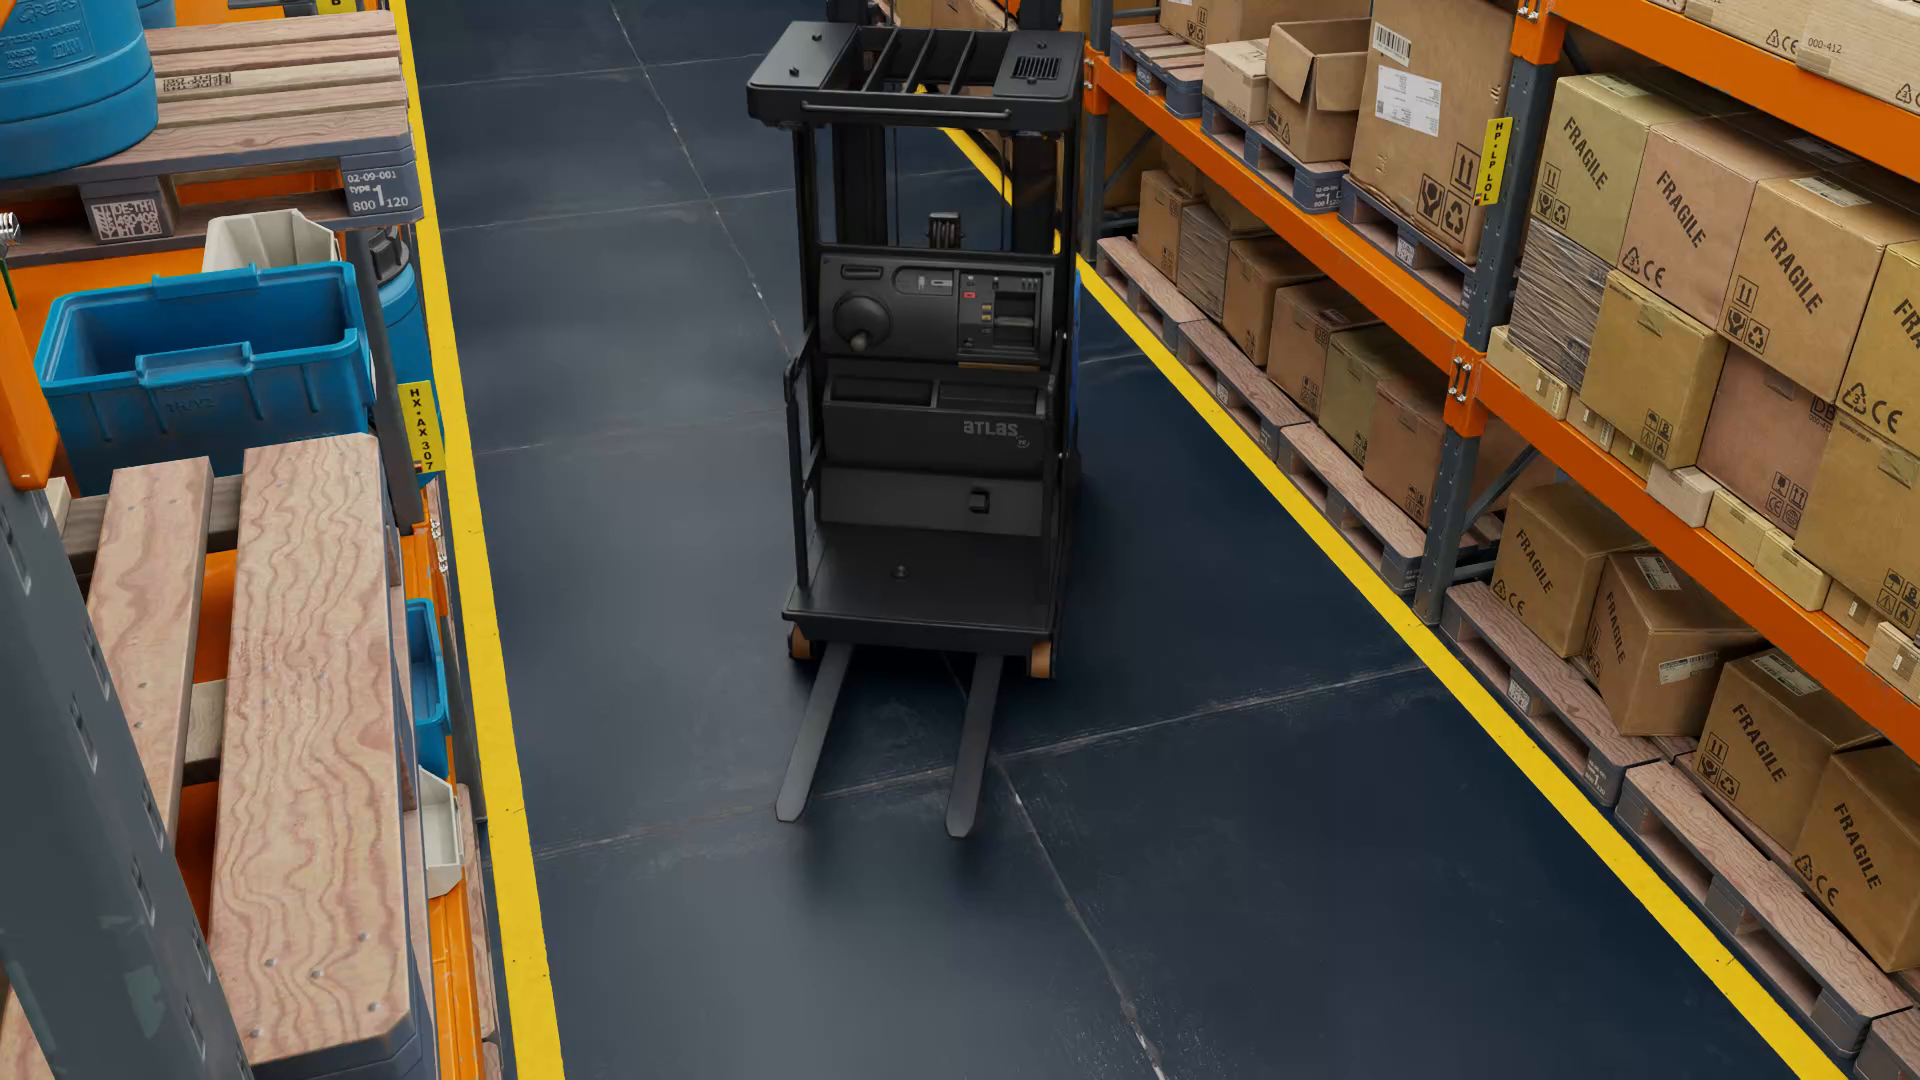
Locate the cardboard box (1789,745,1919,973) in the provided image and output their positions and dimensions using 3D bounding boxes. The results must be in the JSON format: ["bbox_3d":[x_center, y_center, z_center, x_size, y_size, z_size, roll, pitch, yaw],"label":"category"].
[{"bbox_3d":[3.128,1.008,5.391,0.500,0.500,0.500,-7,34,-10],"label":"cardboard box"}]

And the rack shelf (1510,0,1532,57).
[{"bbox_3d":[1.860,-2.991,7.487,1.077,0.370,4.000,-10,35,-15],"label":"rack shelf"}]

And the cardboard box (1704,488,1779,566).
[{"bbox_3d":[2.654,-0.069,5.362,0.380,0.149,0.250,-10,35,-15],"label":"cardboard box"}]

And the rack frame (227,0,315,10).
[{"bbox_3d":[-2.247,-2.660,3.612,1.000,3.000,0.127,-10,35,-15],"label":"rack frame"}]

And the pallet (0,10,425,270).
[{"bbox_3d":[-1.934,-0.967,3.943,1.213,0.211,1.003,-10,35,-15],"label":"pallet"}]

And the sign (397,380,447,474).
[{"bbox_3d":[-1.719,-0.359,5.321,0.100,0.325,0.005,-10,35,-15],"label":"sign"}]

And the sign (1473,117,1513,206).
[{"bbox_3d":[1.943,-1.377,6.063,0.100,0.325,0.005,-10,35,-15],"label":"sign"}]

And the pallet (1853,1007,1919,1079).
[{"bbox_3d":[3.453,1.802,4.832,1.003,0.211,1.213,-10,35,-15],"label":"pallet"}]

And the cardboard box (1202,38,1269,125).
[{"bbox_3d":[1.542,-2.284,8.240,0.500,0.250,0.500,-11,35,-16],"label":"cardboard box"}]

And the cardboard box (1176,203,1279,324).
[{"bbox_3d":[1.655,-1.593,9.308,0.700,0.500,0.500,-13,36,-19],"label":"cardboard box"}]

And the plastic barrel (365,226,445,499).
[{"bbox_3d":[-2.076,-0.620,5.512,0.600,0.901,0.708,-10,35,-15],"label":"plastic barrel"}]

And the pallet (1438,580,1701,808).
[{"bbox_3d":[2.709,0.521,6.771,1.003,0.211,1.213,-10,35,-15],"label":"pallet"}]

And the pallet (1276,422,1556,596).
[{"bbox_3d":[2.231,-0.235,7.914,1.003,0.211,1.213,-10,35,-15],"label":"pallet"}]

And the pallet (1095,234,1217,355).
[{"bbox_3d":[1.487,-1.516,9.852,1.003,0.211,1.213,-10,35,-15],"label":"pallet"}]

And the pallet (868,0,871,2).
[{"bbox_3d":[-0.503,-5.080,15.247,1.003,0.211,1.213,-10,35,-15],"label":"pallet"}]

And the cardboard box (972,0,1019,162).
[{"bbox_3d":[0.795,-3.213,11.439,1.225,0.875,0.875,-10,35,-15],"label":"cardboard box"}]

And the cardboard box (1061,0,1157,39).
[{"bbox_3d":[0.864,-3.349,10.006,0.500,0.500,0.500,-9,35,-13],"label":"cardboard box"}]

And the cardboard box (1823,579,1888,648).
[{"bbox_3d":[2.839,0.188,4.973,0.380,0.149,0.250,-10,35,-15],"label":"cardboard box"}]

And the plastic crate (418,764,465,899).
[{"bbox_3d":[-1.510,0.763,4.113,0.530,0.136,0.437,-10,35,-15],"label":"plastic crate"}]

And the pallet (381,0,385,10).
[{"bbox_3d":[-5.692,-4.854,14.904,1.003,0.211,1.213,-10,35,-15],"label":"pallet"}]

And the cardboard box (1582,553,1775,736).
[{"bbox_3d":[2.736,0.394,6.319,0.500,0.500,0.500,0,33,1],"label":"cardboard box"}]

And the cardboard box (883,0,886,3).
[{"bbox_3d":[-0.370,-5.311,14.613,0.875,0.875,0.875,-10,35,-15],"label":"cardboard box"}]

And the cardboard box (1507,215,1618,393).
[{"bbox_3d":[2.549,-0.909,6.044,0.875,0.500,0.500,-10,35,-15],"label":"cardboard box"}]

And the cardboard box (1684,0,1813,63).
[{"bbox_3d":[2.530,-1.622,4.899,0.500,0.250,0.500,-10,35,-15],"label":"cardboard box"}]

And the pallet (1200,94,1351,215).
[{"bbox_3d":[1.893,-1.977,8.195,1.003,0.211,1.213,-10,35,-15],"label":"pallet"}]

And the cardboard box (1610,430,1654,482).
[{"bbox_3d":[2.501,-0.332,5.759,0.380,0.149,0.250,-10,35,-15],"label":"cardboard box"}]

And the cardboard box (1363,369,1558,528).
[{"bbox_3d":[2.303,-0.456,7.588,0.700,0.500,0.500,-13,36,-18],"label":"cardboard box"}]

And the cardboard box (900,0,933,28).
[{"bbox_3d":[0.244,-4.146,12.850,1.225,0.875,0.875,-10,35,-15],"label":"cardboard box"}]

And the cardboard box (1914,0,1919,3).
[{"bbox_3d":[2.709,-1.444,4.268,0.380,0.149,0.250,-11,35,-16],"label":"cardboard box"}]

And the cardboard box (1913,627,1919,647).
[{"bbox_3d":[3.171,0.139,4.458,0.875,0.500,0.500,-10,35,-15],"label":"cardboard box"}]

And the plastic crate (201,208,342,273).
[{"bbox_3d":[-1.372,-0.523,3.339,0.243,0.136,0.396,-10,35,-15],"label":"plastic crate"}]

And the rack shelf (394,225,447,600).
[{"bbox_3d":[-2.857,-0.907,7.054,1.077,0.370,4.000,-10,35,-15],"label":"rack shelf"}]

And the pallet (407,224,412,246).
[{"bbox_3d":[-4.115,-2.140,10.797,1.003,0.211,1.213,-10,35,-15],"label":"pallet"}]

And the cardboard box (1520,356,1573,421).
[{"bbox_3d":[2.313,-0.588,6.147,0.380,0.149,0.250,-10,35,-15],"label":"cardboard box"}]

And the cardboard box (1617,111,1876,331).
[{"bbox_3d":[2.519,-1.031,5.322,0.500,0.500,0.500,-10,35,-15],"label":"cardboard box"}]

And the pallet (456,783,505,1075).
[{"bbox_3d":[-2.081,1.366,5.491,1.003,0.211,1.213,-10,35,-15],"label":"pallet"}]

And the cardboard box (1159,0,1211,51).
[{"bbox_3d":[1.453,-3.030,9.143,0.500,0.500,0.500,-14,36,-21],"label":"cardboard box"}]

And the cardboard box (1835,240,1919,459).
[{"bbox_3d":[2.834,-0.508,4.530,0.500,0.500,0.500,-10,35,-15],"label":"cardboard box"}]

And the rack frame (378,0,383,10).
[{"bbox_3d":[-4.687,-4.357,11.623,1.000,3.000,0.127,-10,35,-15],"label":"rack frame"}]

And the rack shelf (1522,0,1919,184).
[{"bbox_3d":[3.080,-0.891,4.309,1.077,0.370,4.000,-10,35,-15],"label":"rack shelf"}]

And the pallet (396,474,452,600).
[{"bbox_3d":[-2.899,-0.041,7.620,1.003,0.211,1.213,-10,35,-15],"label":"pallet"}]

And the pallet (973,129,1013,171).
[{"bbox_3d":[0.713,-2.992,12.087,1.003,0.211,1.213,-10,35,-15],"label":"pallet"}]

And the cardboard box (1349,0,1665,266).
[{"bbox_3d":[2.361,-1.856,6.912,1.000,1.000,1.000,-10,35,-14],"label":"cardboard box"}]

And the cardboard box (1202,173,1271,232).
[{"bbox_3d":[1.655,-1.920,9.122,0.500,0.250,0.500,-6,34,-9],"label":"cardboard box"}]

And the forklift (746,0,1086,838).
[{"bbox_3d":[-0.120,-0.854,6.384,1.130,2.935,3.031,4,34,6],"label":"forklift"}]

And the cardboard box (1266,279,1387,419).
[{"bbox_3d":[2.005,-1.003,8.416,0.700,0.500,0.500,-13,36,-19],"label":"cardboard box"}]

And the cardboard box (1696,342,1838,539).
[{"bbox_3d":[2.916,-0.395,5.266,0.875,0.500,0.500,-10,35,-15],"label":"cardboard box"}]

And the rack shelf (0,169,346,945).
[{"bbox_3d":[-1.637,-0.058,3.048,1.077,0.370,4.000,-10,35,-15],"label":"rack shelf"}]

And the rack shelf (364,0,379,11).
[{"bbox_3d":[-4.077,-3.007,10.232,1.077,0.370,4.000,-10,35,-15],"label":"rack shelf"}]

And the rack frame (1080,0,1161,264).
[{"bbox_3d":[1.250,-3.090,9.705,1.000,3.000,0.127,-10,35,-15],"label":"rack frame"}]
